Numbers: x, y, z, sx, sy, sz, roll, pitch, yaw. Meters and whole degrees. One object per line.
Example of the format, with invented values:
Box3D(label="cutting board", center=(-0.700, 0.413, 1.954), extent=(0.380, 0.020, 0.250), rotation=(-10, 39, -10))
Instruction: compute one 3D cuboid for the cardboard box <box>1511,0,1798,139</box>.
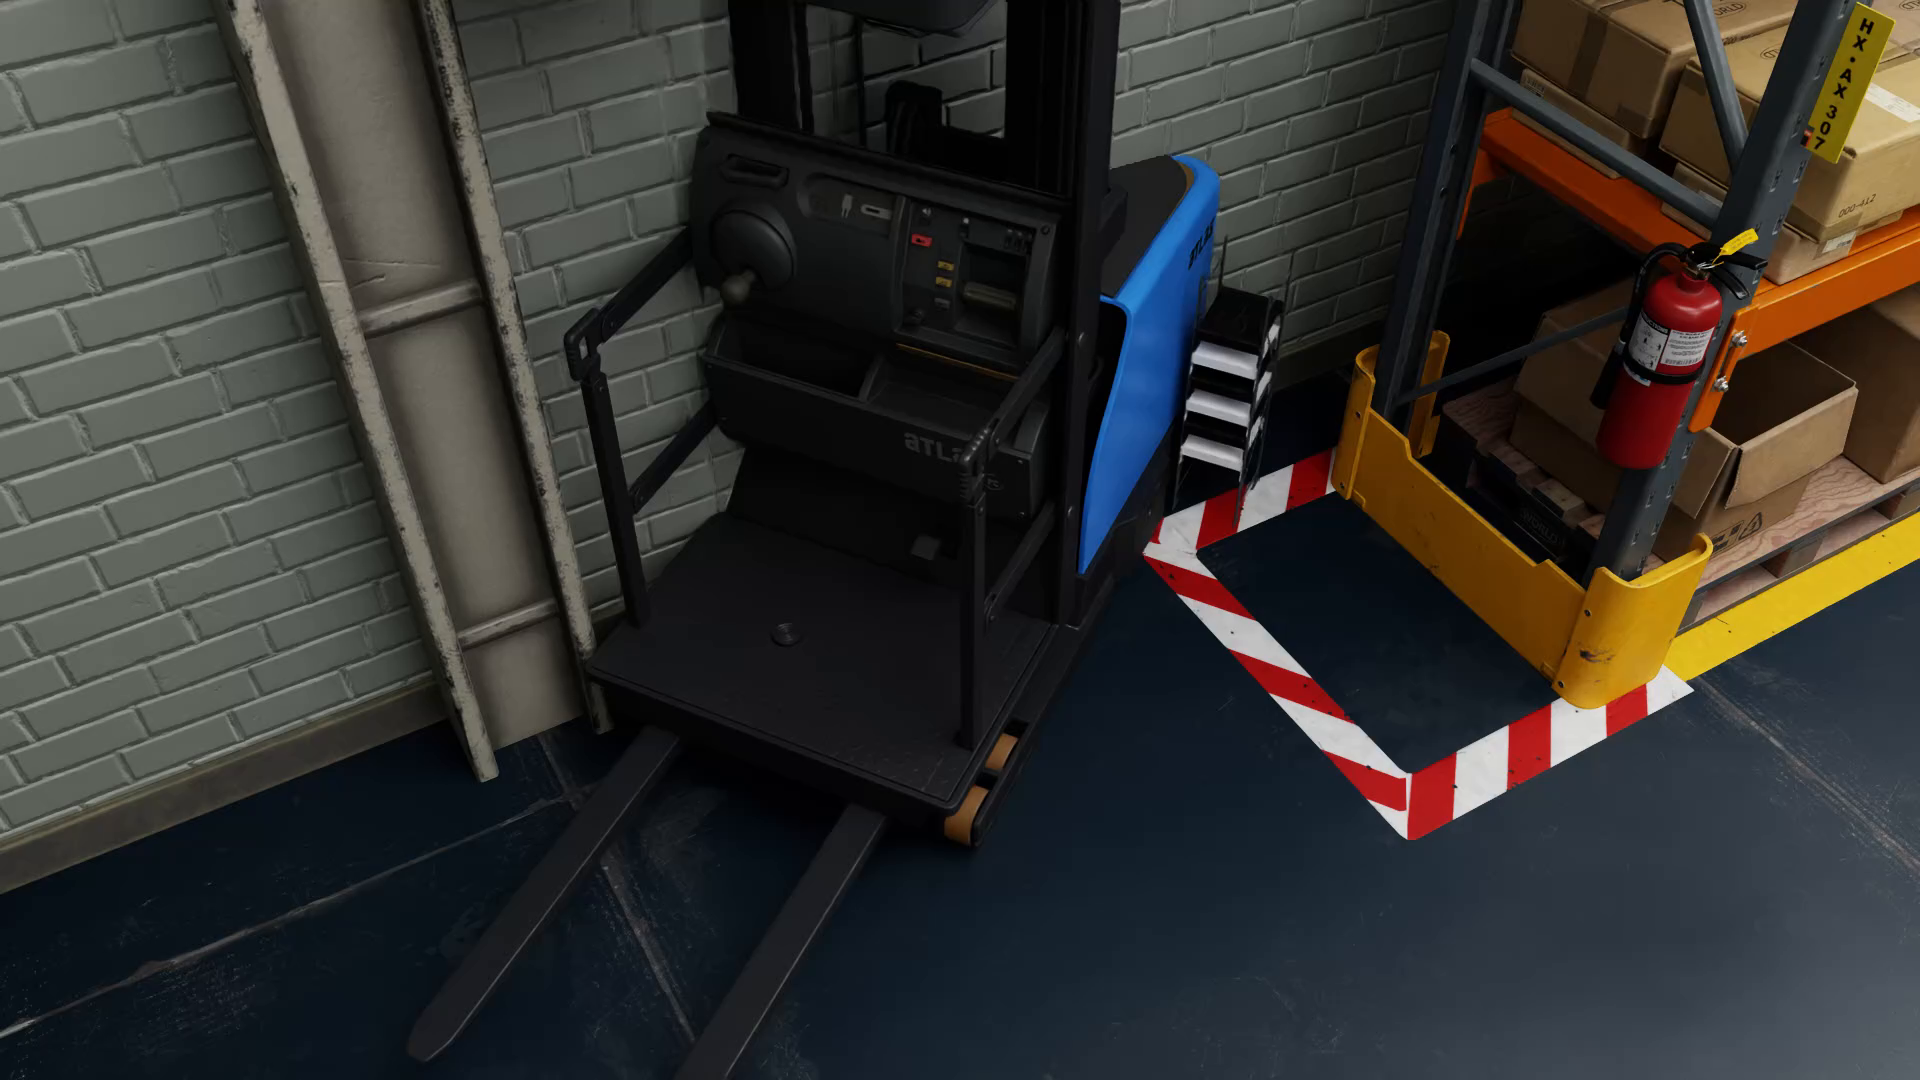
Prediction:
Box3D(label="cardboard box", center=(1.831, -1.334, 4.365), extent=(0.500, 0.250, 0.500), rotation=(-20, 48, -20))

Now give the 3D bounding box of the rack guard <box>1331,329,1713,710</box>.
Box3D(label="rack guard", center=(1.630, -0.091, 4.985), extent=(0.348, 0.500, 1.175), rotation=(-22, 48, -21))

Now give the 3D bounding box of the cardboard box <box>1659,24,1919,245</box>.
Box3D(label="cardboard box", center=(2.092, -1.009, 4.030), extent=(0.500, 0.250, 0.500), rotation=(-22, 48, -21))

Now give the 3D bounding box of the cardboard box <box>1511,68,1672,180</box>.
Box3D(label="cardboard box", center=(1.718, -1.148, 4.460), extent=(0.250, 0.149, 0.380), rotation=(-22, 48, -21))

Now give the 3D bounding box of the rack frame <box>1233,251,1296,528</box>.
Box3D(label="rack frame", center=(0.920, -0.438, 5.054), extent=(0.006, 0.900, 0.240), rotation=(18, 47, 18))

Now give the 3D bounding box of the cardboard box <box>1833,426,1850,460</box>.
Box3D(label="cardboard box", center=(2.529, -0.368, 5.221), extent=(0.250, 0.149, 0.380), rotation=(-24, 49, -22))

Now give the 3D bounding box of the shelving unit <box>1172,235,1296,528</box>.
Box3D(label="shelving unit", center=(0.828, -0.468, 5.085), extent=(0.210, 0.900, 0.258), rotation=(18, 47, 18))

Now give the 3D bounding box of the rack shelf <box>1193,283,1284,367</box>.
Box3D(label="rack shelf", center=(0.828, -0.637, 4.920), extent=(0.200, 0.077, 0.258), rotation=(18, 47, 18))

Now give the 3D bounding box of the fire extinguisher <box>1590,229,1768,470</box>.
Box3D(label="fire extinguisher", center=(1.667, -0.470, 3.903), extent=(0.183, 0.674, 0.296), rotation=(-22, 48, -21))

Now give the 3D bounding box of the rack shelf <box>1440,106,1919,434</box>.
Box3D(label="rack shelf", center=(3.298, -1.397, 5.052), extent=(4.000, 0.370, 1.077), rotation=(-22, 48, -21))

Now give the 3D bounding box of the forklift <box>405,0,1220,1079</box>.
Box3D(label="forklift", center=(-0.307, -0.595, 3.758), extent=(1.130, 2.935, 3.031), rotation=(18, 47, 18))

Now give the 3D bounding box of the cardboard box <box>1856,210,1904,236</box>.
Box3D(label="cardboard box", center=(2.183, -0.936, 4.241), extent=(0.250, 0.149, 0.380), rotation=(-21, 48, -20))

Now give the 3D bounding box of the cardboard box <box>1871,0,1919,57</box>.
Box3D(label="cardboard box", center=(2.529, -1.184, 4.210), extent=(0.500, 0.250, 0.500), rotation=(-21, 48, -21))

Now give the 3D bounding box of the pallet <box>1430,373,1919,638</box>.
Box3D(label="pallet", center=(2.321, -0.264, 5.371), extent=(1.213, 0.211, 1.003), rotation=(-22, 48, -21))

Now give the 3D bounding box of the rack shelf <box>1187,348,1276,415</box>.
Box3D(label="rack shelf", center=(0.828, -0.509, 5.046), extent=(0.200, 0.077, 0.258), rotation=(18, 47, 18))

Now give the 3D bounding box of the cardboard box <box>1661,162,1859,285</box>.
Box3D(label="cardboard box", center=(1.986, -0.820, 4.121), extent=(0.250, 0.149, 0.380), rotation=(-22, 48, -21))

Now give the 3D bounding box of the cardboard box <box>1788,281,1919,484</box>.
Box3D(label="cardboard box", center=(2.902, -0.643, 5.252), extent=(0.500, 0.500, 0.700), rotation=(-20, 48, -19))

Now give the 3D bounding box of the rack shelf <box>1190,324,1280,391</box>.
Box3D(label="rack shelf", center=(0.828, -0.573, 4.983), extent=(0.200, 0.077, 0.258), rotation=(18, 47, 18))

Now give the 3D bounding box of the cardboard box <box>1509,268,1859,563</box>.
Box3D(label="cardboard box", center=(2.142, -0.371, 4.970), extent=(0.637, 0.503, 0.797), rotation=(-24, 49, -22))

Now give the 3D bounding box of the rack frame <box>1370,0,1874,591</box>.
Box3D(label="rack frame", center=(1.564, -0.961, 4.087), extent=(0.127, 3.000, 1.000), rotation=(-22, 48, -21))

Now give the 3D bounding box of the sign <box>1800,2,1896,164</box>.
Box3D(label="sign", center=(1.834, -0.944, 3.448), extent=(0.005, 0.325, 0.100), rotation=(-22, 48, -21))

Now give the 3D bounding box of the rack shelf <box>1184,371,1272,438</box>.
Box3D(label="rack shelf", center=(0.828, -0.444, 5.109), extent=(0.200, 0.077, 0.258), rotation=(18, 47, 18))

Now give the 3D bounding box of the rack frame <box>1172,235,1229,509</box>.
Box3D(label="rack frame", center=(0.736, -0.498, 5.116), extent=(0.006, 0.900, 0.240), rotation=(18, 47, 18))

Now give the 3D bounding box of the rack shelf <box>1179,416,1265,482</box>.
Box3D(label="rack shelf", center=(0.828, -0.315, 5.234), extent=(0.200, 0.077, 0.258), rotation=(18, 47, 18))

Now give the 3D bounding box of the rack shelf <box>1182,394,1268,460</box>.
Box3D(label="rack shelf", center=(0.828, -0.380, 5.171), extent=(0.200, 0.077, 0.258), rotation=(18, 47, 18))
